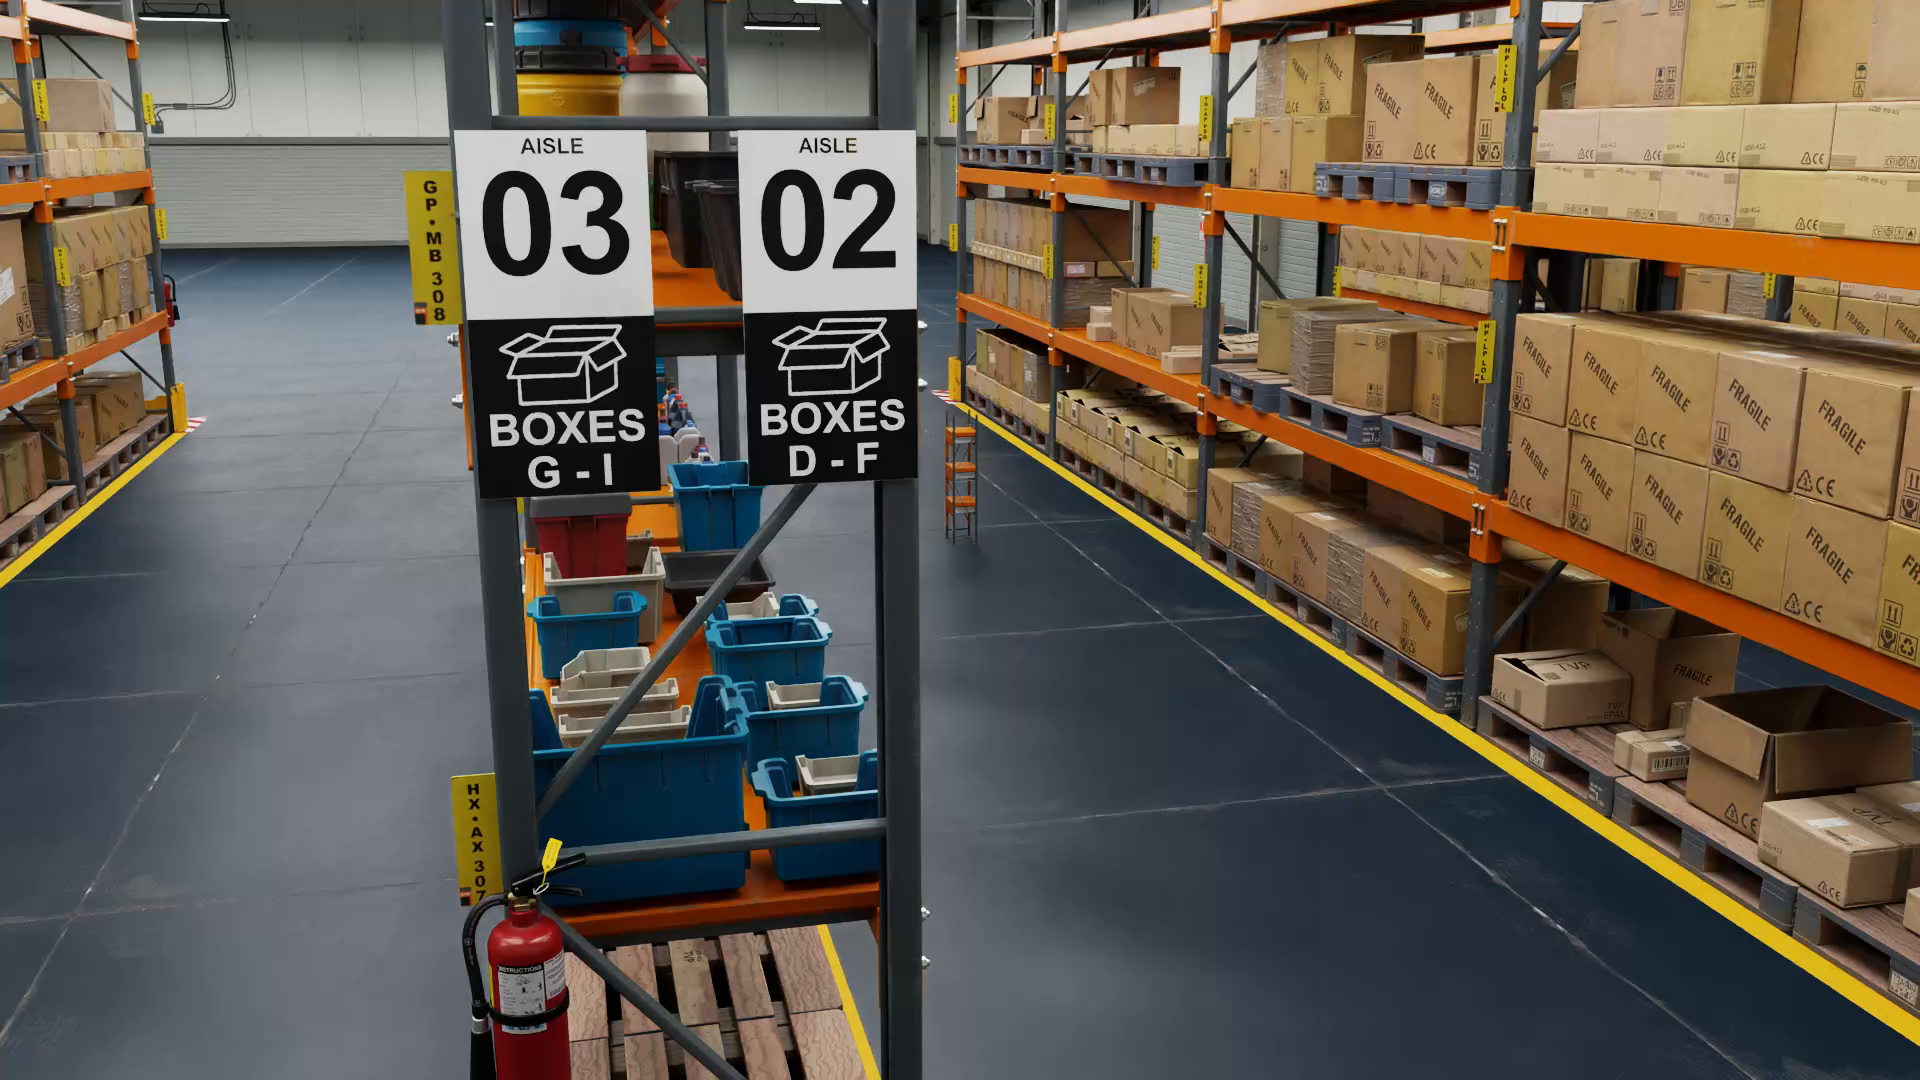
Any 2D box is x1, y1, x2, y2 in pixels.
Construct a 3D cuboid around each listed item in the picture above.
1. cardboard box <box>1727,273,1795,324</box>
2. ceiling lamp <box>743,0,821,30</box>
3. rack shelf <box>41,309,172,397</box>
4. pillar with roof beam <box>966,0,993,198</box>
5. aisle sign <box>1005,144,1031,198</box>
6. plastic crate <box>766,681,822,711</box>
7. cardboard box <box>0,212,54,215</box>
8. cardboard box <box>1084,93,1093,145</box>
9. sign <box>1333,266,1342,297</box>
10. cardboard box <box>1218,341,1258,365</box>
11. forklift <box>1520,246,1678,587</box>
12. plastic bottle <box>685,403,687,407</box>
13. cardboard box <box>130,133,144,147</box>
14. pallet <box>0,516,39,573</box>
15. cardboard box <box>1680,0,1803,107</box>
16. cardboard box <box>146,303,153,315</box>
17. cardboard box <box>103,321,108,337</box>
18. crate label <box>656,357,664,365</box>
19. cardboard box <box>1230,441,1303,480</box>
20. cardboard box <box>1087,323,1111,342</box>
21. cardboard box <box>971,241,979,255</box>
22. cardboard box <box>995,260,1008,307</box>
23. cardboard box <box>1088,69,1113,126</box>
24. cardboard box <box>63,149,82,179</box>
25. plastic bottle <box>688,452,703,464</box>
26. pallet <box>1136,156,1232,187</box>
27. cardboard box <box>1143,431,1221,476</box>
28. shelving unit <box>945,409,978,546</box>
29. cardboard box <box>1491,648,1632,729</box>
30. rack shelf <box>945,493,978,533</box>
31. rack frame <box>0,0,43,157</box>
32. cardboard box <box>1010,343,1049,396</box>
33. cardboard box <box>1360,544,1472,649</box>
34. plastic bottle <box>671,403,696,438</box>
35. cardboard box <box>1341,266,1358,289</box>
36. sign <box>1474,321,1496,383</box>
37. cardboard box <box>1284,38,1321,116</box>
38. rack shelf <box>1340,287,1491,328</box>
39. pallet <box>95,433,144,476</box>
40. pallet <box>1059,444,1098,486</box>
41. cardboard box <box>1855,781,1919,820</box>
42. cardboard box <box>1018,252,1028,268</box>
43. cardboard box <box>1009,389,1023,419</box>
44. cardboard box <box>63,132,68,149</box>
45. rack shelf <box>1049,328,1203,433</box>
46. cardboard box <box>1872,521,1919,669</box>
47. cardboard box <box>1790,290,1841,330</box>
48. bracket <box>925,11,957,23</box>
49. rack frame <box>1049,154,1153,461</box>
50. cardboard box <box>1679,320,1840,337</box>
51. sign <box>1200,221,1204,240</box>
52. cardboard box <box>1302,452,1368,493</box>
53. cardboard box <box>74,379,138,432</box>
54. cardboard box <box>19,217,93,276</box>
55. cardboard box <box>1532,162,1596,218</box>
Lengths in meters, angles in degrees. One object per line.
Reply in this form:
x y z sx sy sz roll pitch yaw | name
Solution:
7.035 -2.021 14.240 0.700 0.500 0.500 -5 15 -20 | cardboard box
-4.678 -14.885 43.095 2.000 3.185 0.800 -3 14 -13 | ceiling lamp
-8.698 -1.857 16.223 1.077 0.370 4.000 -3 14 -13 | rack shelf
-3.539 -11.594 41.921 9.100 9.000 0.548 -3 14 -13 | pillar with roof beam
0.732 -4.513 20.103 0.394 0.787 0.004 -3 14 -13 | aisle sign
-0.488 0.536 5.343 0.250 0.136 0.298 -3 14 -13 | plastic crate
-8.951 -2.858 15.863 0.500 0.500 0.500 -3 14 -13 | cardboard box
1.540 -4.205 16.607 0.500 0.500 0.500 -2 14 -9 | cardboard box
2.866 -1.930 12.733 0.100 0.325 0.005 -3 14 -13 | sign
2.298 -1.417 13.093 0.500 0.311 0.500 -2 14 -10 | cardboard box
4.756 -1.384 12.914 1.130 2.935 3.031 -1 14 -5 | forklift
-1.696 -0.708 10.252 0.061 0.283 0.133 -3 14 -13 | plastic bottle
-8.799 -4.199 17.450 0.380 0.149 0.250 -3 14 -13 | cardboard box
-7.754 0.071 12.691 1.003 0.211 1.213 -3 14 -13 | pallet
3.535 -2.094 7.039 0.700 0.500 0.500 -3 14 -13 | cardboard box
-8.900 -2.491 17.834 0.380 0.149 0.250 -3 14 -13 | cardboard box
-8.304 -1.976 15.725 0.380 0.149 0.250 -3 14 -13 | cardboard box
-2.445 -1.360 12.598 0.502 0.435 0.616 -3 14 -13 | crate label
2.504 -0.651 13.500 0.500 0.311 0.500 -3 14 -11 | cardboard box
1.411 -1.958 15.652 0.380 0.149 0.250 -3 14 -13 | cardboard box
0.345 -3.480 19.774 0.380 0.149 0.250 -3 14 -14 | cardboard box
0.798 -2.923 18.862 0.700 0.500 0.500 -3 14 -13 | cardboard box
1.508 -4.104 15.437 0.500 0.500 0.500 -3 14 -13 | cardboard box
-8.214 -3.369 14.893 0.500 0.250 0.500 -3 14 -14 | cardboard box
-1.312 -0.260 8.275 0.144 0.351 0.185 -3 14 -13 | plastic bottle
2.095 -2.890 13.015 1.213 0.211 1.003 -3 14 -11 | pallet
1.850 -0.741 13.866 0.500 0.311 0.500 -4 14 -14 | cardboard box
0.013 -0.498 13.252 0.215 1.050 0.252 -3 14 -13 | shelving unit
3.169 0.751 8.773 0.500 0.311 0.500 -3 14 -13 | cardboard box
0.013 -0.217 13.320 0.215 0.259 0.240 -3 14 -13 | rack shelf
-8.228 -4.659 13.537 1.000 3.000 0.127 -3 14 -13 | rack frame
0.853 -1.855 18.027 0.500 0.500 0.500 -3 14 -13 | cardboard box
2.778 0.337 10.065 0.500 0.500 0.500 -3 14 -13 | cardboard box
-1.625 -0.629 9.784 0.144 0.351 0.185 -3 14 -13 | plastic bottle
5.082 -3.303 20.899 0.500 0.250 0.500 -4 14 -15 | cardboard box
2.742 -0.981 8.684 0.100 0.325 0.005 -3 14 -13 | sign
2.557 -3.146 11.347 0.500 0.500 0.500 -3 14 -13 | cardboard box
5.746 -2.685 19.613 1.077 0.370 4.000 -3 14 -13 | rack shelf
-8.711 -0.825 16.360 1.003 0.211 1.213 -3 14 -13 | pallet
1.613 -0.774 16.150 1.003 0.211 1.213 -3 14 -13 | pallet
4.133 1.222 6.971 0.500 0.250 0.500 -3 14 -13 | cardboard box
0.833 -3.004 17.824 0.380 0.149 0.250 -3 14 -12 | cardboard box
0.841 -1.490 18.113 0.500 0.250 0.500 -3 14 -13 | cardboard box
-8.277 -3.591 14.960 0.380 0.149 0.250 -3 14 -11 | cardboard box
1.871 -1.485 14.703 1.077 0.370 4.000 -3 14 -13 | rack shelf
3.725 0.216 6.013 0.500 0.500 0.500 -3 14 -13 | cardboard box
7.021 -1.727 13.296 0.500 0.500 0.500 -3 14 -12 | cardboard box
-0.406 -14.256 45.236 0.076 0.066 4.783 -3 14 -13 | bracket
1.402 -2.296 16.506 1.000 3.000 0.127 -3 14 -13 | rack frame
3.774 -0.765 7.920 0.500 0.500 0.500 -4 14 -14 | cardboard box
4.300 -5.490 29.502 0.001 0.329 0.234 -3 14 -13 | sign
2.806 -0.522 12.002 0.500 0.250 0.500 -3 14 -11 | cardboard box
-8.864 -1.376 17.123 0.500 0.500 0.500 0 14 2 | cardboard box
-8.206 -2.657 15.038 0.500 0.500 0.500 -3 14 -13 | cardboard box
3.154 -1.709 8.098 0.500 0.250 0.500 -3 14 -13 | cardboard box
